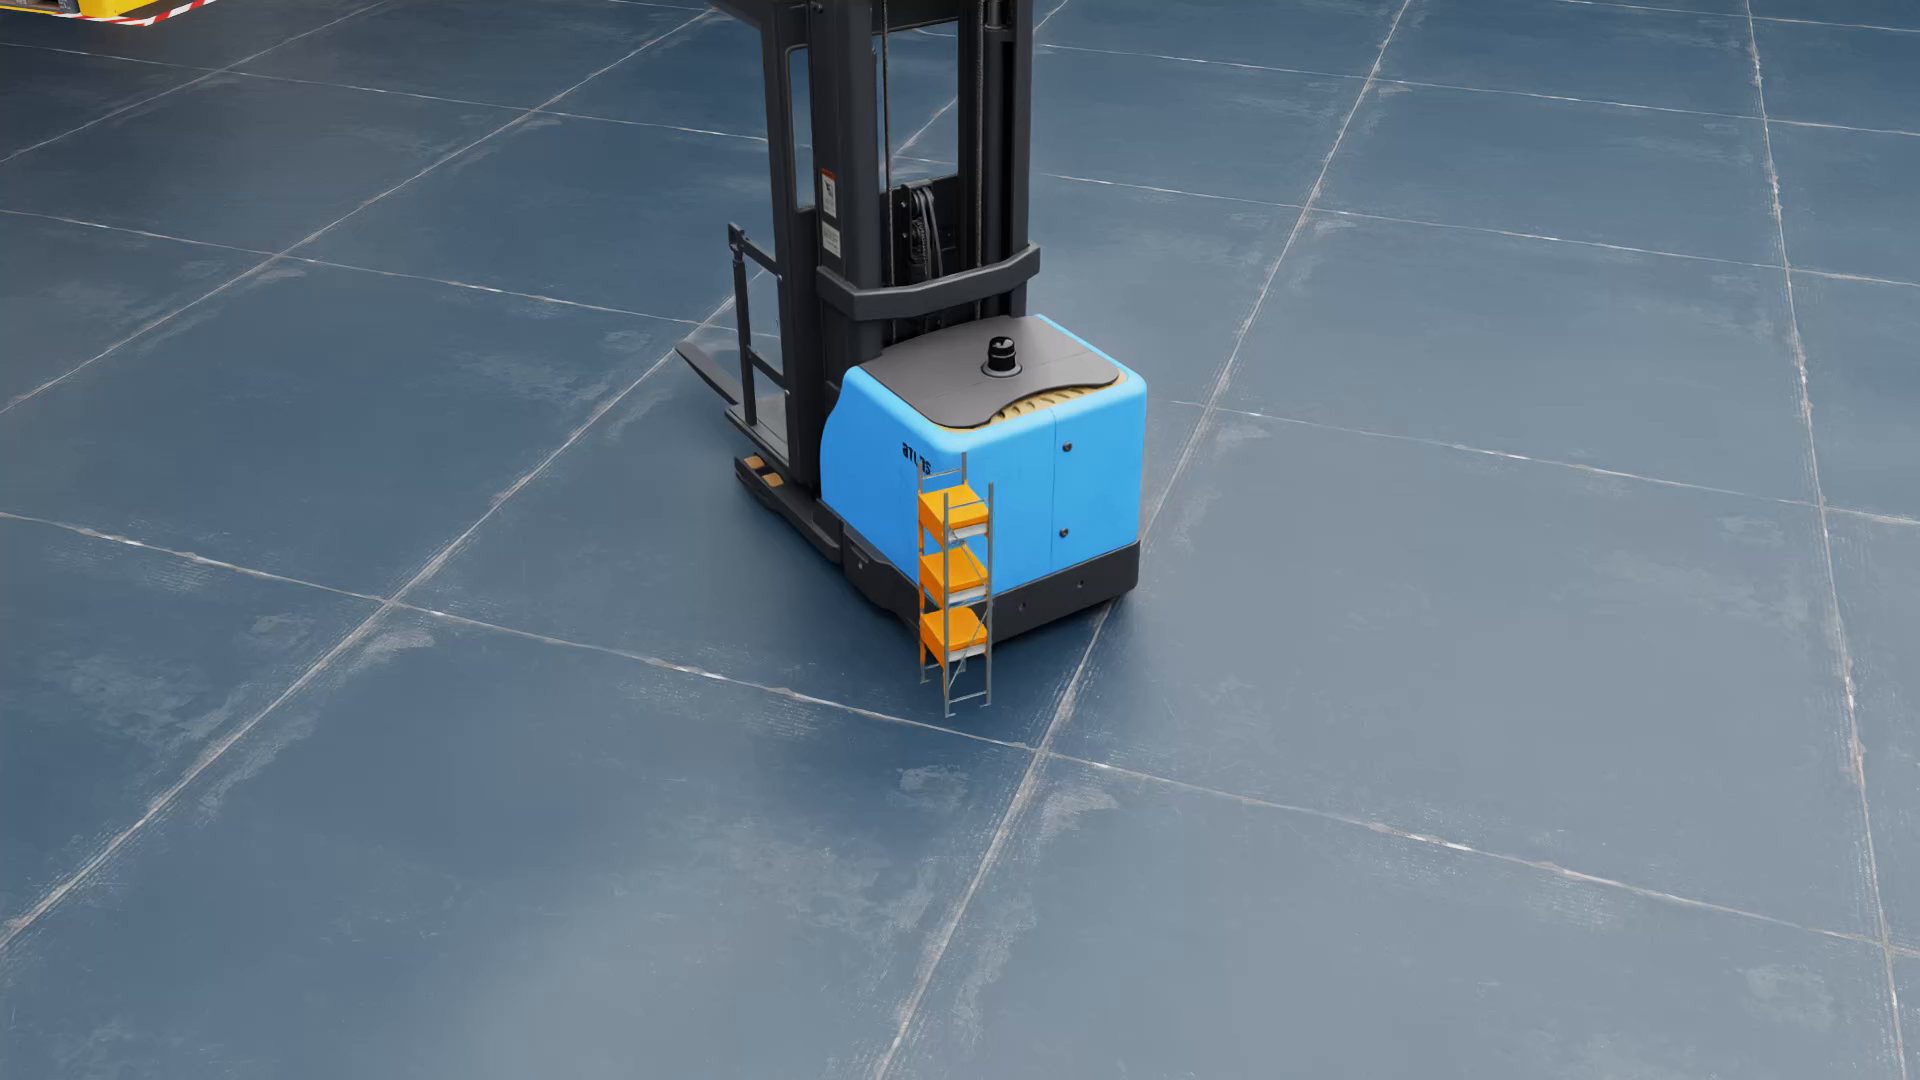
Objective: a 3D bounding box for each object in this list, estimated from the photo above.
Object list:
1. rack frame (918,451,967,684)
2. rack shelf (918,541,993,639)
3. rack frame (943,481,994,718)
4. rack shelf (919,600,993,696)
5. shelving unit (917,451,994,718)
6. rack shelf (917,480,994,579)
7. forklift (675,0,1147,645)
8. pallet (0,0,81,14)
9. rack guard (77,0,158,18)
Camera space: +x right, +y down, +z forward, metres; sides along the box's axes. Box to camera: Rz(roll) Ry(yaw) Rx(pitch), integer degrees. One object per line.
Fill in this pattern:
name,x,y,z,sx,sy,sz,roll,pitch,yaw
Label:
rack frame,-0.068,0.126,6.587,0.200,1.050,0.008,-14,35,-20
rack shelf,-0.018,0.195,6.499,0.215,0.259,0.240,-14,35,-20
rack frame,0.032,0.247,6.400,0.200,1.050,0.008,-14,35,-20
rack shelf,-0.018,0.429,6.650,0.215,0.259,0.240,-14,35,-20
shelving unit,-0.018,0.187,6.493,0.215,1.050,0.252,-14,35,-20
rack shelf,-0.018,-0.043,6.345,0.215,0.259,0.240,-14,35,-20
forklift,-0.439,-1.512,7.390,1.130,2.935,3.031,-19,38,-27
pallet,-8.482,-5.252,15.689,1.213,0.211,1.003,11,34,16
rack guard,-7.681,-5.262,15.439,0.348,0.500,1.175,11,34,16
